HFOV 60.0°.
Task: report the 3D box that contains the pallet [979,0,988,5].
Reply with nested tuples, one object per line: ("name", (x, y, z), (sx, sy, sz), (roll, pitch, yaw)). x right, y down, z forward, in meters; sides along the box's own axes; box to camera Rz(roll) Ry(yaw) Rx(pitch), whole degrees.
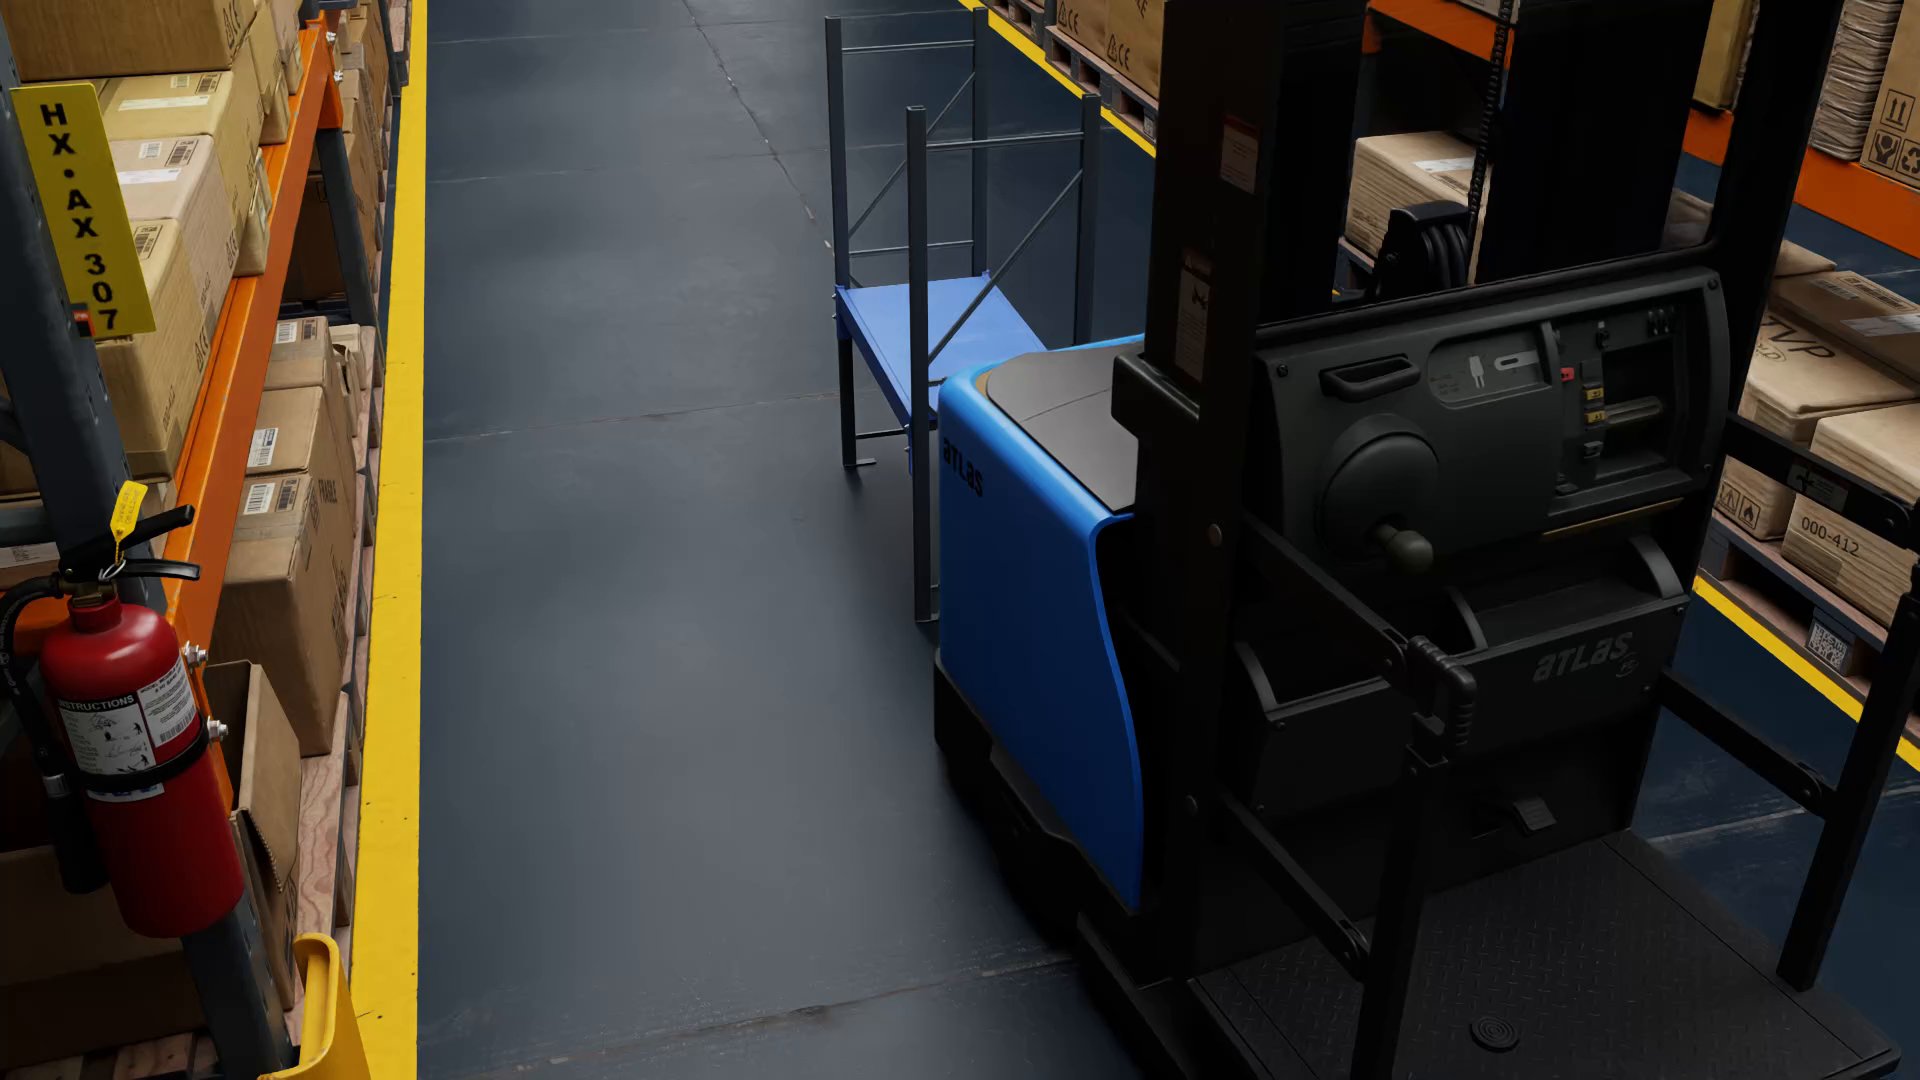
("pallet", (0.505, -4.247, 12.377), (1.003, 0.211, 1.213), (-8, 31, -13))

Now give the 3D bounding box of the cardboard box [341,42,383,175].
("cardboard box", (-3.013, -2.007, 7.799), (0.500, 0.500, 0.500), (-9, 31, -15))

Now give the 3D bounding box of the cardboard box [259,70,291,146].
("cardboard box", (-2.042, -1.171, 4.529), (0.380, 0.149, 0.250), (-8, 31, -14))

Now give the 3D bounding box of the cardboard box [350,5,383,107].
("cardboard box", (-3.311, -2.508, 8.665), (0.500, 0.500, 0.500), (-8, 31, -14))

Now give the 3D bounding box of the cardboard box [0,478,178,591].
("cardboard box", (-1.452, -0.049, 2.592), (0.380, 0.149, 0.250), (-8, 31, -14))

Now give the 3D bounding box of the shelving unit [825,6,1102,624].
("shelving unit", (-0.023, -0.690, 4.945), (0.538, 1.500, 1.048), (-8, 31, -13))

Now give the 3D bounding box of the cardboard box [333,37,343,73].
("cardboard box", (-2.937, -2.106, 7.323), (0.380, 0.149, 0.250), (-7, 31, -11))

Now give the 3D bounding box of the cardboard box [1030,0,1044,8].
("cardboard box", (0.891, -3.807, 11.037), (0.950, 0.372, 0.625), (-10, 32, -17))

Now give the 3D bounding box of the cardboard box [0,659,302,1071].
("cardboard box", (-1.701, 0.628, 3.244), (0.797, 0.503, 0.637), (-9, 31, -15))

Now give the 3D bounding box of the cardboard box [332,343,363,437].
("cardboard box", (-2.165, -0.491, 5.414), (0.396, 0.266, 0.258), (-7, 31, -11))

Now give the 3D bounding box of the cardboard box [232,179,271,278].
("cardboard box", (-1.746, -0.678, 3.678), (0.380, 0.149, 0.250), (-9, 31, -15))

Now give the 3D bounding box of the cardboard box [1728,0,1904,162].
("cardboard box", (2.507, -1.357, 4.501), (0.500, 0.500, 0.500), (-7, 31, -12))

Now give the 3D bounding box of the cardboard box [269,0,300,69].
("cardboard box", (-2.174, -1.505, 4.709), (0.500, 0.250, 0.500), (-8, 31, -13))

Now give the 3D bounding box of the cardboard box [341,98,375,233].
("cardboard box", (-2.754, -1.514, 6.948), (0.500, 0.500, 0.500), (-8, 31, -14))

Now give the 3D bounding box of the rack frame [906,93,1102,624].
("rack frame", (0.112, -0.445, 4.521), (0.500, 1.500, 0.032), (-8, 31, -13))

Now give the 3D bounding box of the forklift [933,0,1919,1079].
("forklift", (0.998, -0.152, 2.588), (1.130, 2.935, 3.031), (-13, 32, -21))

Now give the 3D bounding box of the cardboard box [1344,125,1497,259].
("cardboard box", (2.157, -1.312, 6.661), (0.875, 0.438, 0.875), (-8, 31, -14))

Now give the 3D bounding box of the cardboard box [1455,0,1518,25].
("cardboard box", (2.095, -2.095, 5.775), (0.500, 0.500, 0.500), (-8, 31, -13))

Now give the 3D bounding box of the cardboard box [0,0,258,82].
("cardboard box", (-1.889, -1.331, 3.659), (0.500, 0.500, 0.500), (-7, 31, -12))

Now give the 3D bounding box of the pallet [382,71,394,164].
("pallet", (-3.591, -2.254, 8.934), (1.003, 0.211, 1.213), (-8, 31, -13))

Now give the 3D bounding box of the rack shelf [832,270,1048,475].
("rack shelf", (-0.023, -0.535, 5.036), (0.538, 0.185, 1.000), (-8, 31, -13))

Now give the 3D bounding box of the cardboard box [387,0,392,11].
("cardboard box", (-4.086, -3.598, 10.424), (0.875, 0.625, 0.625), (-7, 31, -12))

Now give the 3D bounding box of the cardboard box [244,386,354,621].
("cardboard box", (-1.934, -0.057, 4.431), (0.500, 0.500, 0.500), (-7, 31, -12))

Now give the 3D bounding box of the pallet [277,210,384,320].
("pallet", (-2.944, -1.076, 6.898), (1.003, 0.211, 1.213), (-8, 31, -13))

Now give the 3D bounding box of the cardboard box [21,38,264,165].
("cardboard box", (-1.918, -1.014, 3.860), (0.500, 0.250, 0.500), (-9, 31, -15))

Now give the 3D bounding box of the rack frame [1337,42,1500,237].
("rack frame", (2.093, -2.557, 6.673), (1.000, 3.000, 0.127), (-8, 31, -13))

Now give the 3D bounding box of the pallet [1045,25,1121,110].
("pallet", (1.168, -2.891, 10.034), (1.003, 0.211, 1.213), (-8, 31, -13))

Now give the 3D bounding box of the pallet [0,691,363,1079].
("pallet", (-1.862, 0.822, 3.619), (1.003, 0.211, 1.213), (-8, 31, -13))

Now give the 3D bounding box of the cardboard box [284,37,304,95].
("cardboard box", (-2.181, -1.420, 4.961), (0.380, 0.149, 0.250), (-7, 31, -12))

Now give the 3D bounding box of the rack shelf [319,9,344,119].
("rack shelf", (-3.222, -2.549, 7.378), (1.077, 0.370, 4.000), (-8, 31, -13))

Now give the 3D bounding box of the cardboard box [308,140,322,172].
("cardboard box", (-2.530, -1.484, 6.248), (0.380, 0.149, 0.250), (-6, 31, -11))

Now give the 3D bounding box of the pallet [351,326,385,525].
("pallet", (-2.510, -0.356, 5.655), (1.003, 0.211, 1.213), (-8, 31, -13))

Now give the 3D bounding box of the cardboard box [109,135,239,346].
("cardboard box", (-1.624, -0.525, 3.016), (0.500, 0.250, 0.500), (-8, 31, -13))

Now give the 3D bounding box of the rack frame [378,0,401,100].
("rack frame", (-3.753, -3.827, 8.867), (1.000, 3.000, 0.127), (-8, 31, -13))

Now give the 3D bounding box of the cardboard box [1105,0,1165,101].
("cardboard box", (1.368, -2.975, 9.097), (0.875, 0.875, 0.875), (-7, 31, -13))

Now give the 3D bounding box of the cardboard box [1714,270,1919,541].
("cardboard box", (2.632, -0.444, 5.161), (0.875, 0.438, 0.875), (-7, 31, -12))

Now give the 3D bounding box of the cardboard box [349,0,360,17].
("cardboard box", (-3.248, -2.742, 8.421), (0.380, 0.149, 0.250), (-9, 31, -15))

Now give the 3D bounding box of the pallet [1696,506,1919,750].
("pallet", (2.867, 0.206, 4.683), (1.003, 0.211, 1.213), (-8, 31, -13))

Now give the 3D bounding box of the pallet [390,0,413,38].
("pallet", (-4.254, -3.611, 11.278), (1.003, 0.211, 1.213), (-8, 31, -13))

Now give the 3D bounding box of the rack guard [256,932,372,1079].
("rack guard", (-1.650, 1.082, 2.881), (1.175, 0.500, 0.348), (-8, 31, -13))
